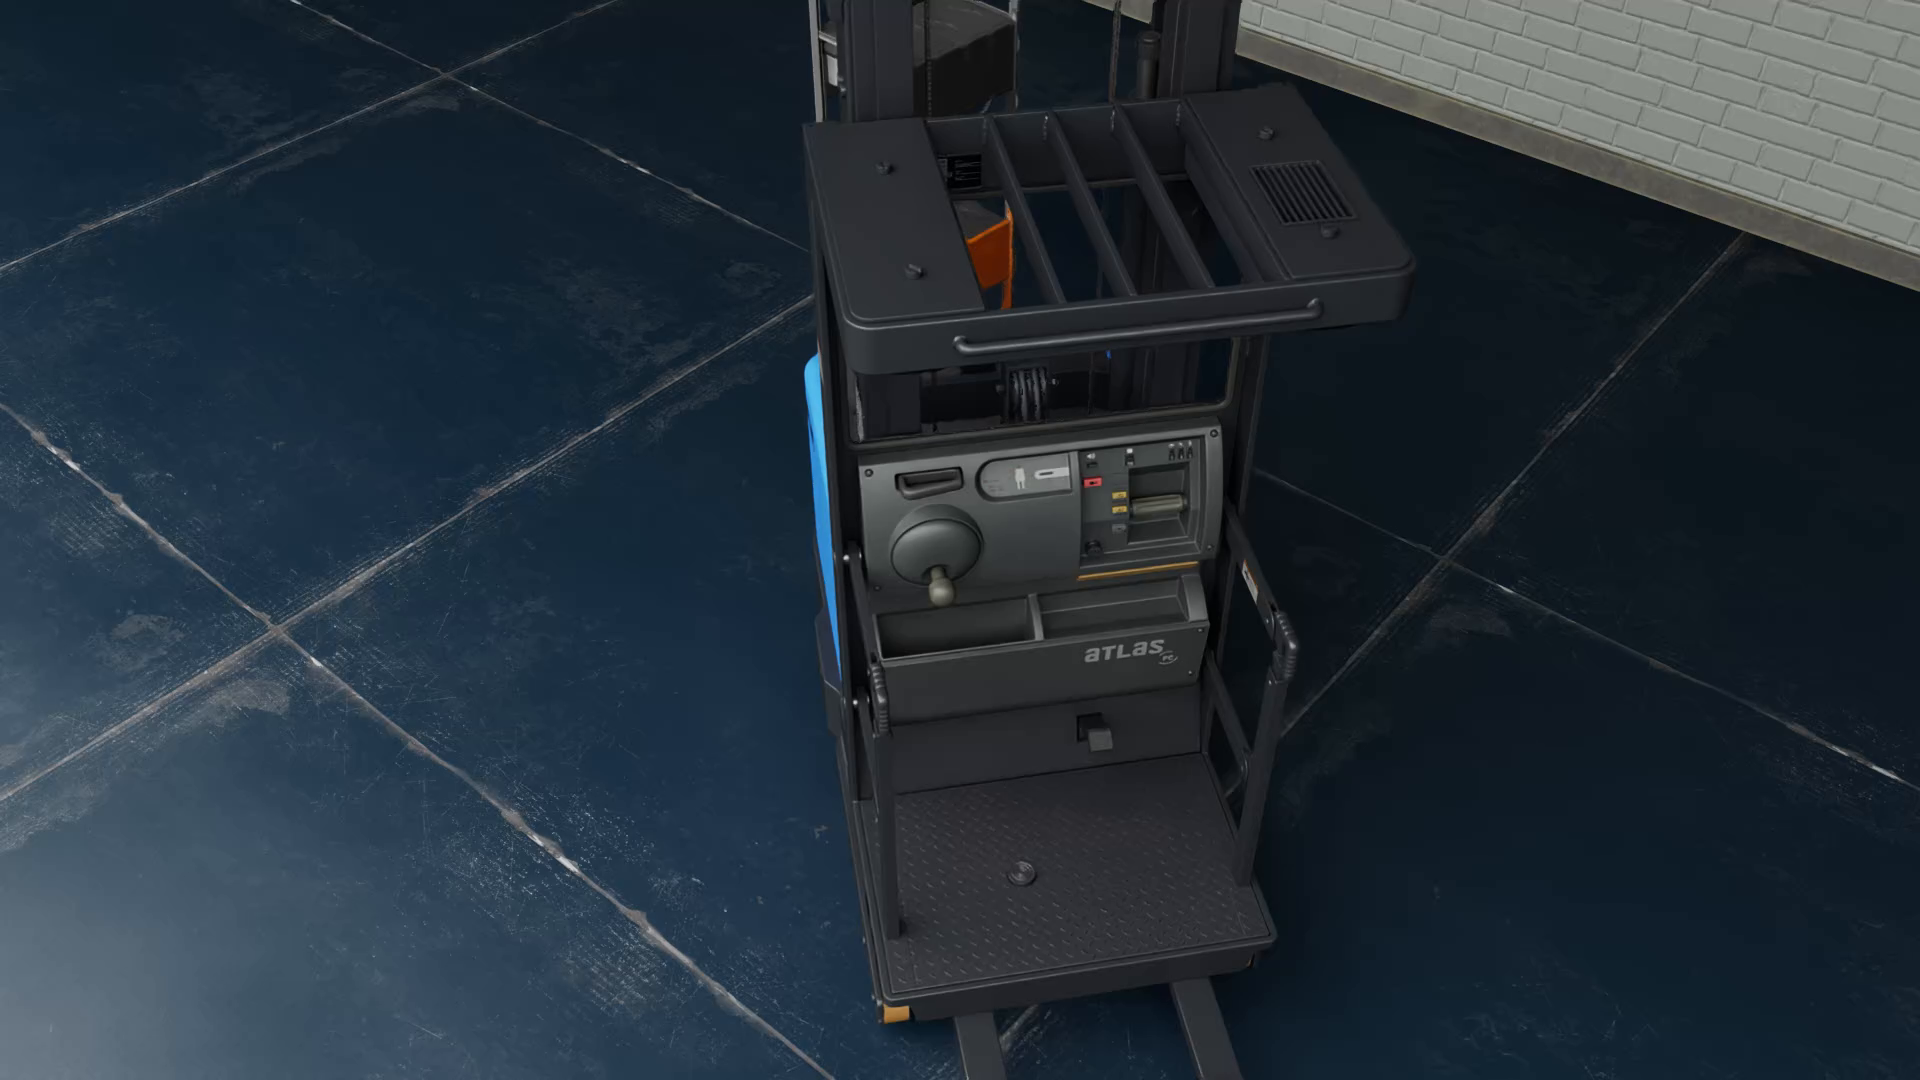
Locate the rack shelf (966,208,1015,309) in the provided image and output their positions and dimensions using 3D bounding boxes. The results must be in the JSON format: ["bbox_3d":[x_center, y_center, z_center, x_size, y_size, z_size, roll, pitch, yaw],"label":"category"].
[{"bbox_3d":[-0.135,-0.889,5.687,0.431,0.518,0.480,34,52,31],"label":"rack shelf"}]

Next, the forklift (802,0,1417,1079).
[{"bbox_3d":[0.253,0.016,4.053,1.130,2.935,3.031,-7,43,-7],"label":"forklift"}]

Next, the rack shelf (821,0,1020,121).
[{"bbox_3d":[-0.135,-1.407,5.216,0.431,0.518,0.480,34,52,31],"label":"rack shelf"}]

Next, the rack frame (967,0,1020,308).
[{"bbox_3d":[0.036,-1.016,5.806,0.400,2.100,0.015,34,52,31],"label":"rack frame"}]

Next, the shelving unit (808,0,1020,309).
[{"bbox_3d":[-0.135,-0.899,5.678,0.431,2.100,0.503,34,52,31],"label":"shelving unit"}]

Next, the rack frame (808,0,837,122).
[{"bbox_3d":[-0.306,-0.782,5.549,0.400,2.100,0.015,34,52,31],"label":"rack frame"}]
